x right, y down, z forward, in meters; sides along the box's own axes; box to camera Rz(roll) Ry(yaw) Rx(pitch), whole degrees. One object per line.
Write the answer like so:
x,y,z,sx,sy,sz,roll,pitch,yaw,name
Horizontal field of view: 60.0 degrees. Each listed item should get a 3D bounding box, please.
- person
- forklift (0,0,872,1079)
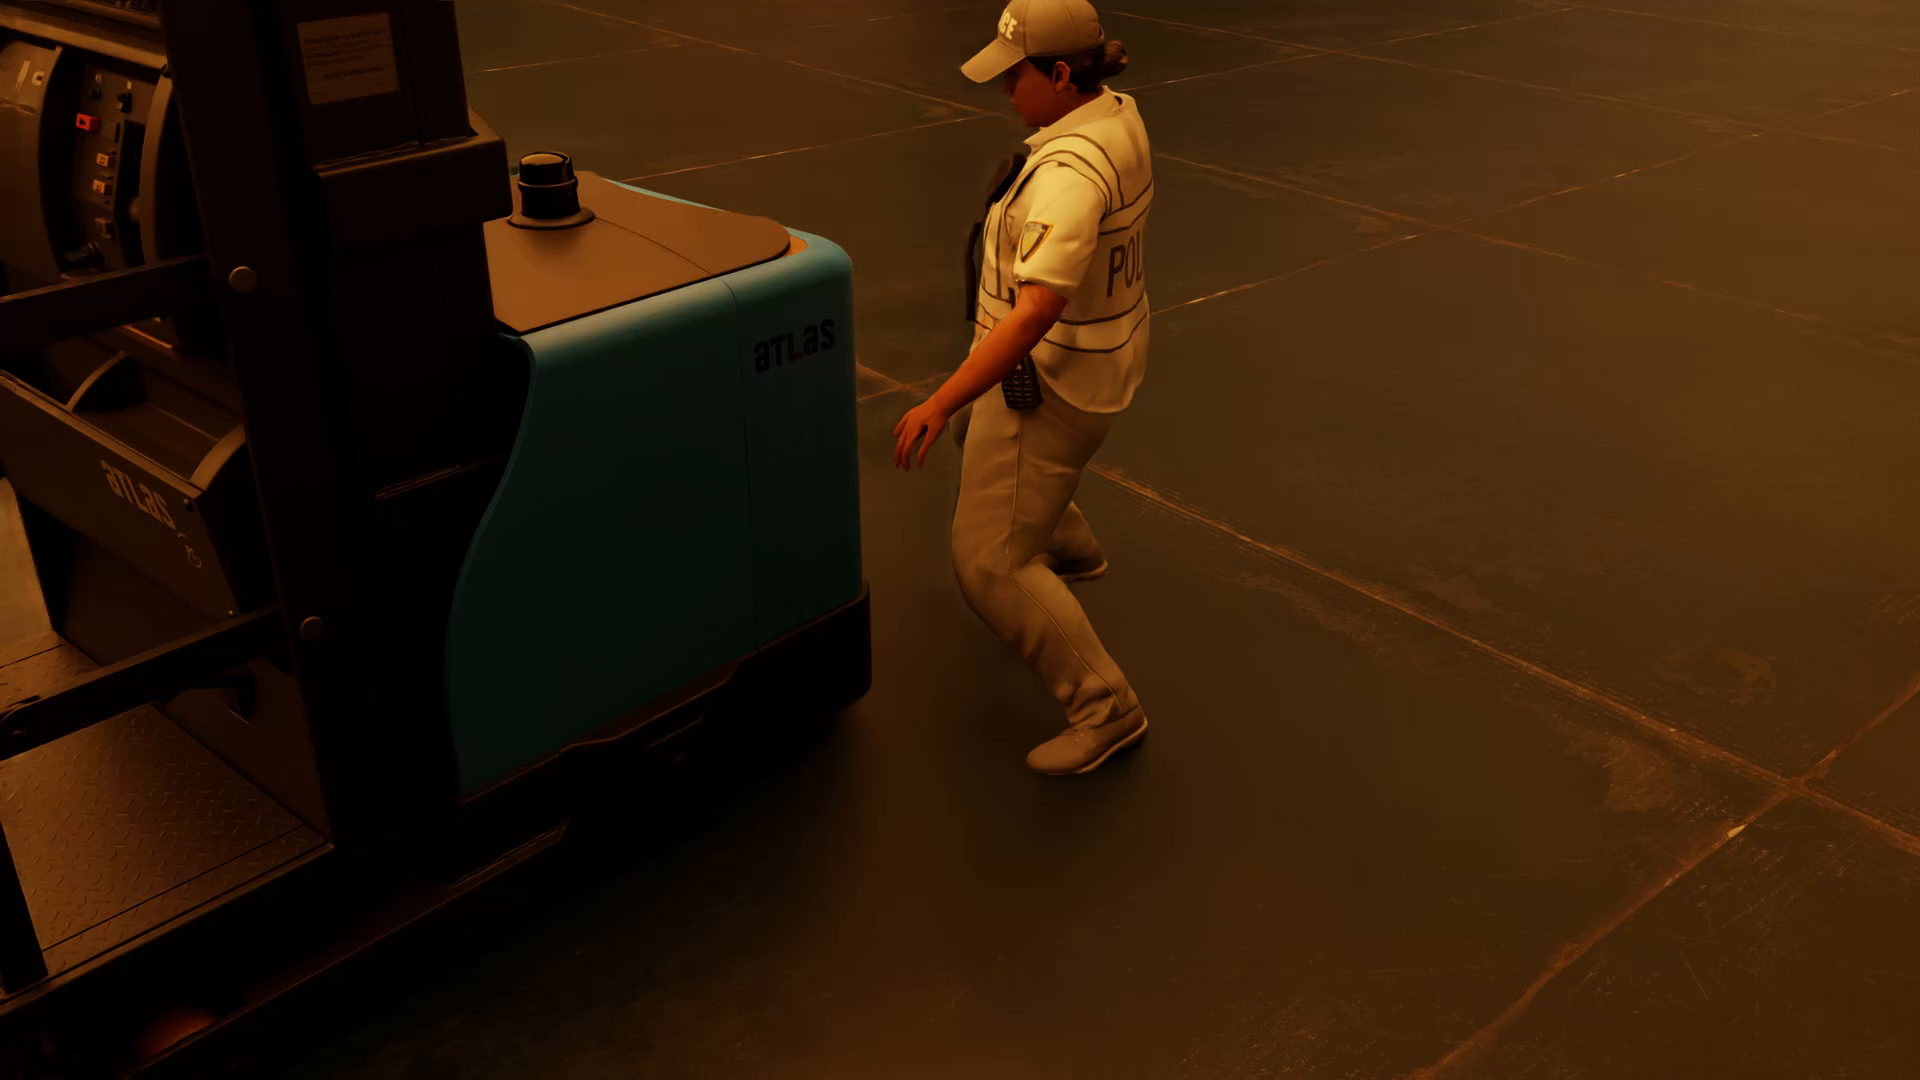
0.176,-0.371,3.544,0.626,1.559,0.878,9,28,17,person
-1.549,-0.587,2.386,1.130,2.935,3.031,21,34,36,forklift
